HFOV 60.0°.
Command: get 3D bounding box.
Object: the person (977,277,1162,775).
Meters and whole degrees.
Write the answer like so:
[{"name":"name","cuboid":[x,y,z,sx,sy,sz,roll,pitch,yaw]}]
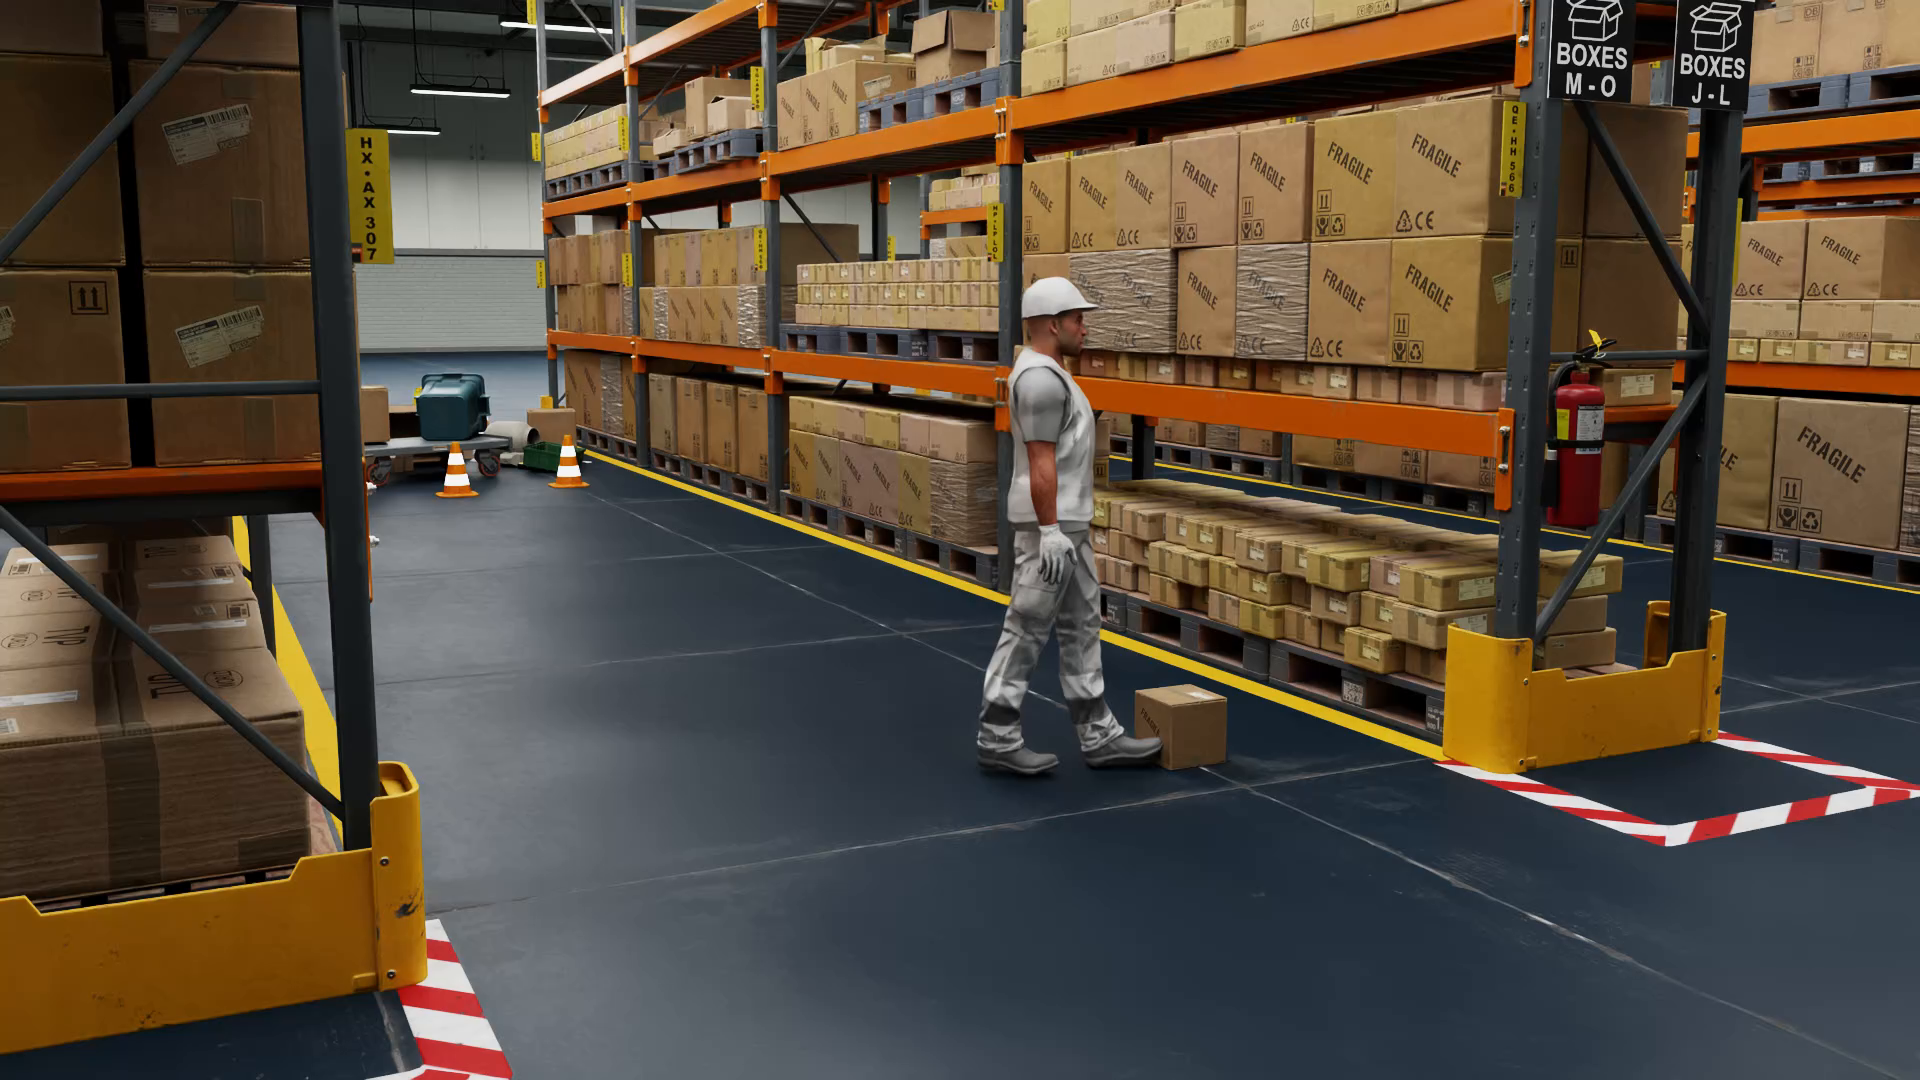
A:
[{"name":"person","cuboid":[0.408,-0.039,5.971,0.687,1.790,0.546,1,8,6]}]
